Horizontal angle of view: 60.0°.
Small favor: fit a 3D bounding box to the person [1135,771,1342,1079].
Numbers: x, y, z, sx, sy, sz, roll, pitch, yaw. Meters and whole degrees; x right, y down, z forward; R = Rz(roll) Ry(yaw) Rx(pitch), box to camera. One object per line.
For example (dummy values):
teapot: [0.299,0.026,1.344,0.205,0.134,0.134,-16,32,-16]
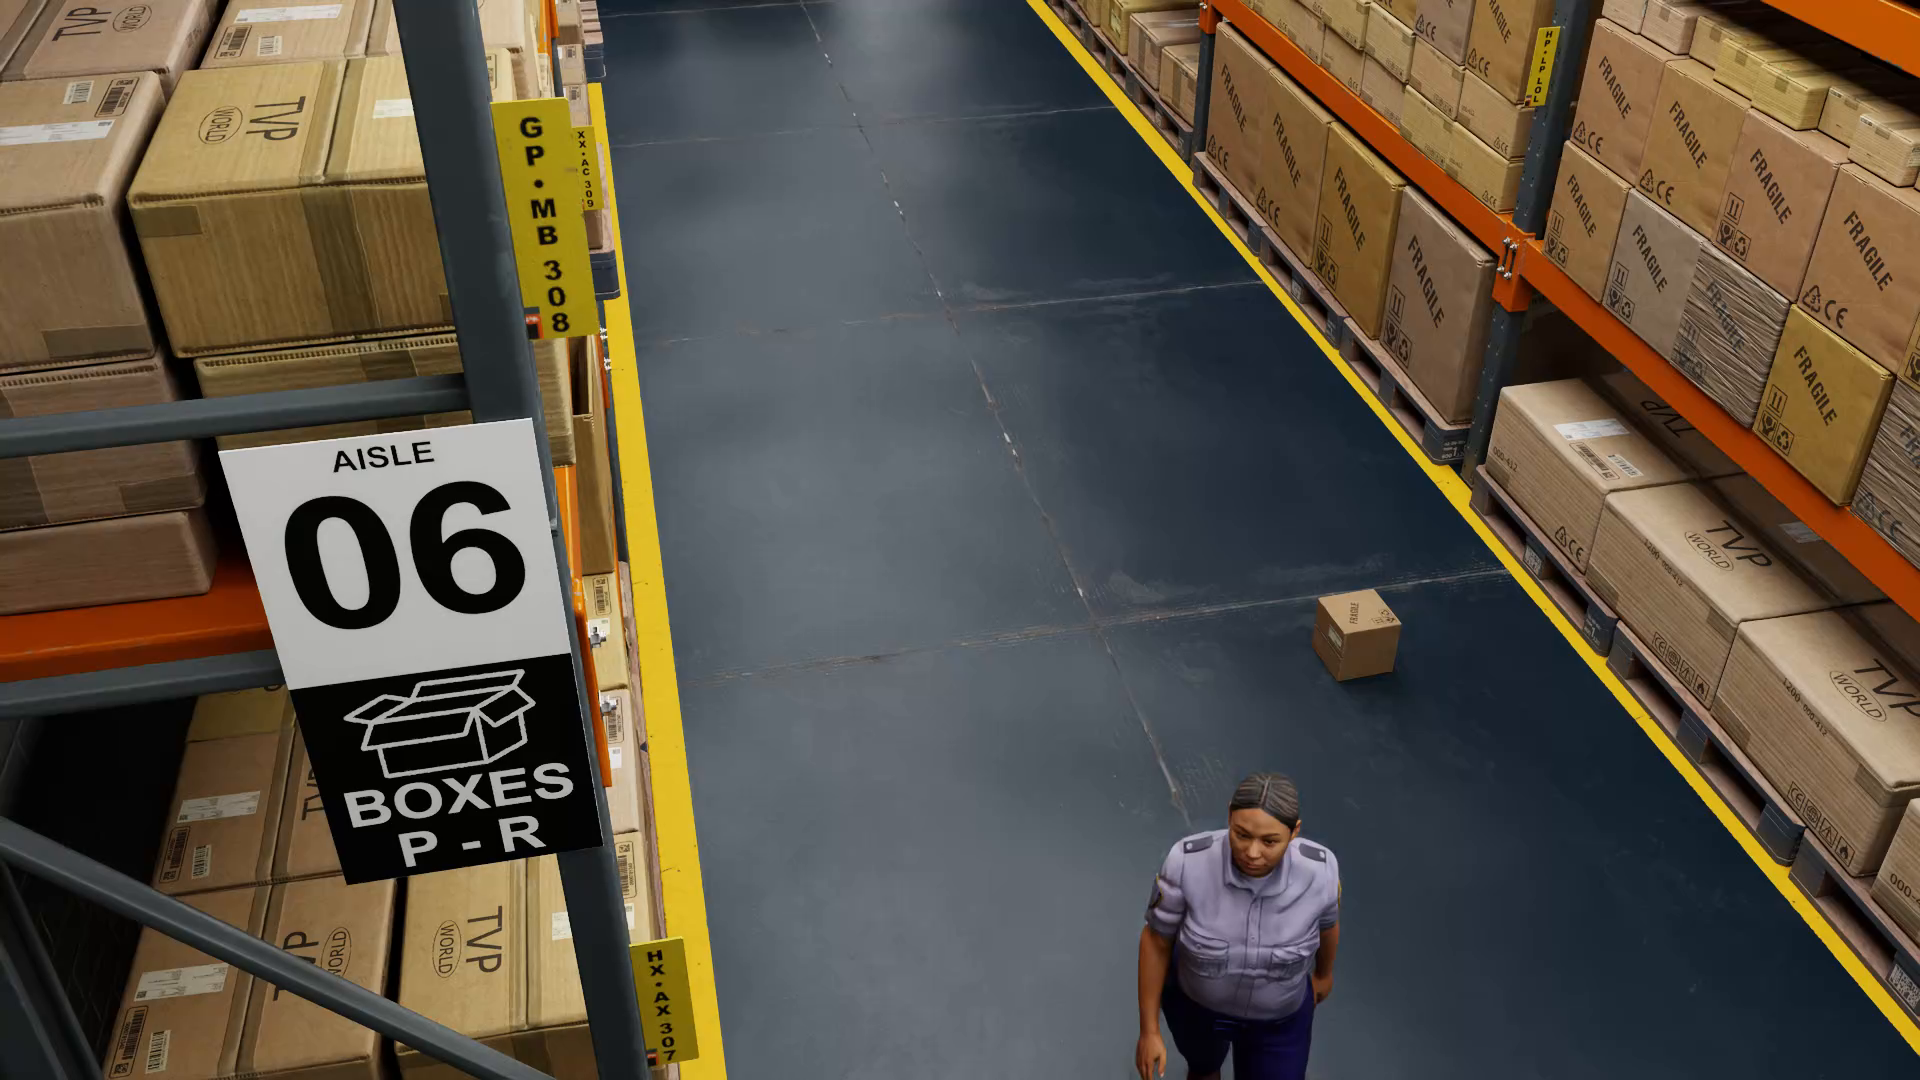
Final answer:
person: [0.709,1.243,4.341,0.512,1.571,1.054,8,35,11]
